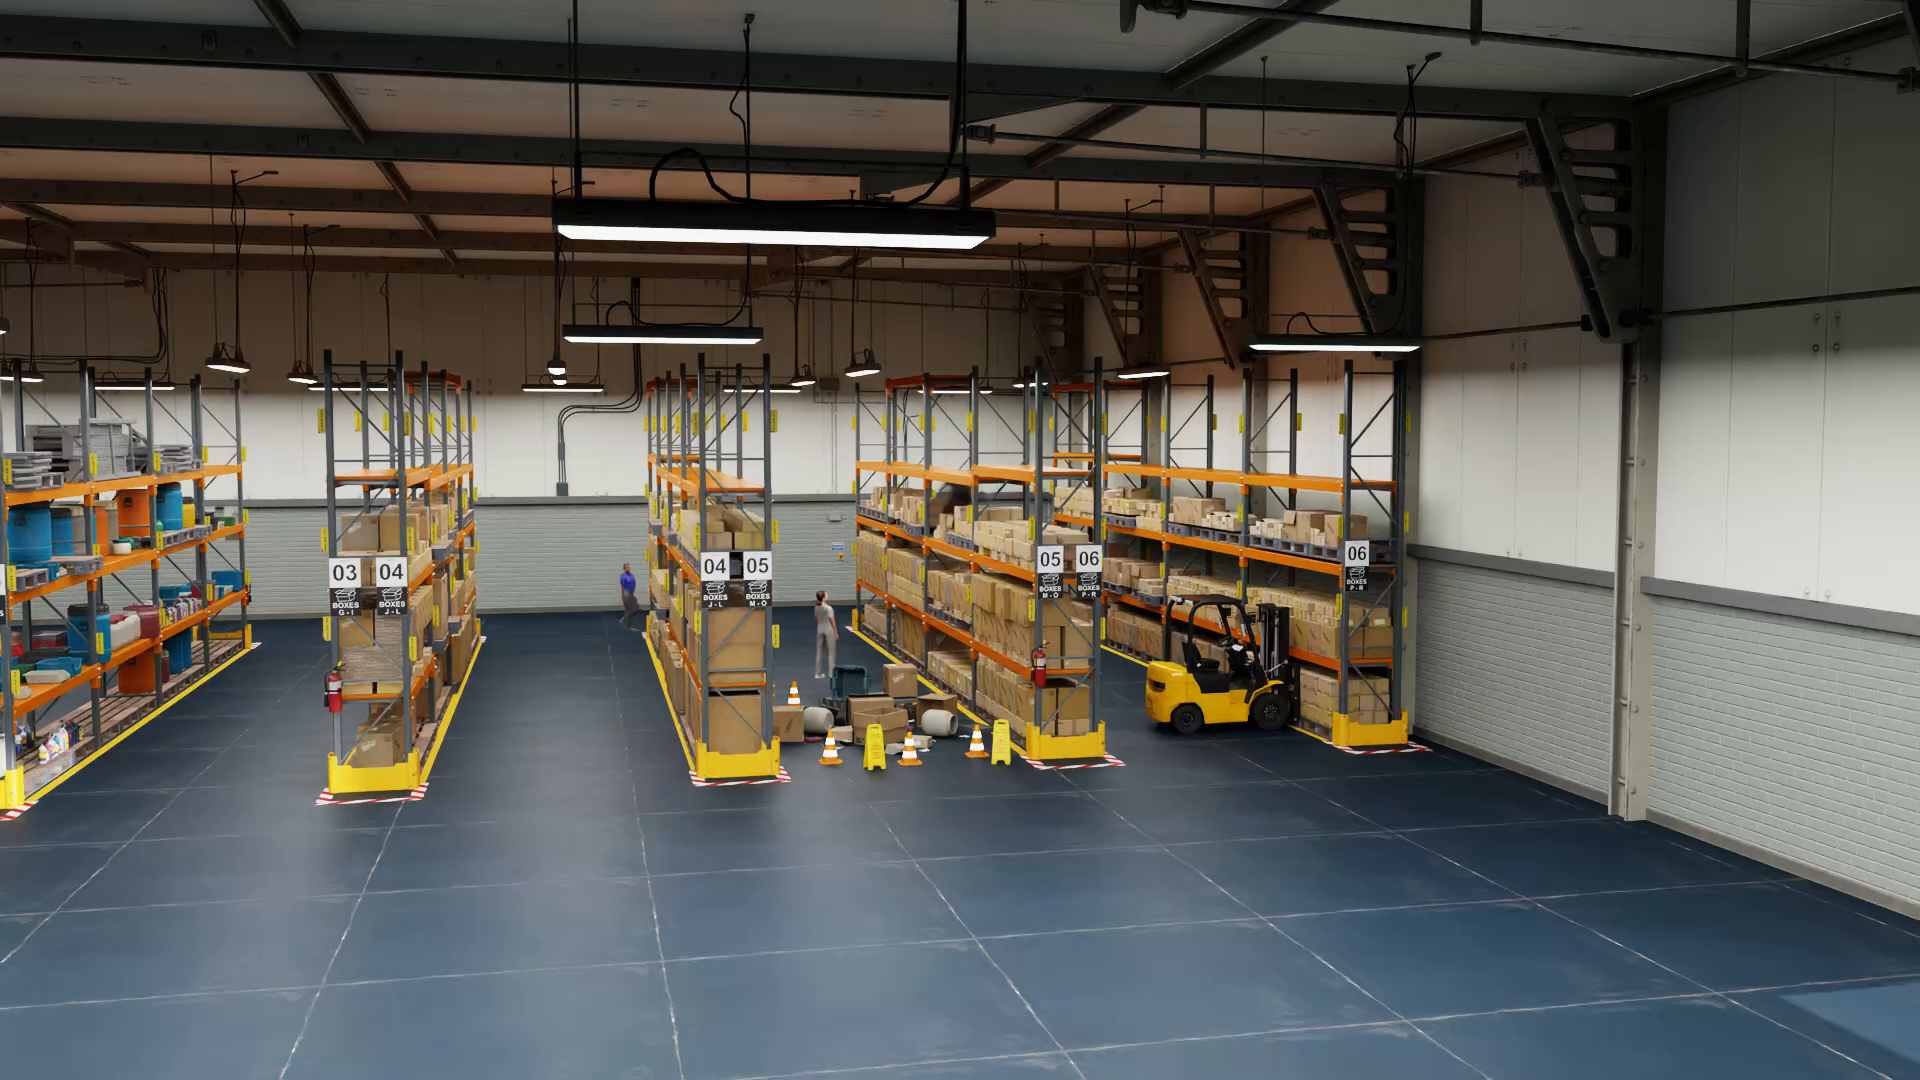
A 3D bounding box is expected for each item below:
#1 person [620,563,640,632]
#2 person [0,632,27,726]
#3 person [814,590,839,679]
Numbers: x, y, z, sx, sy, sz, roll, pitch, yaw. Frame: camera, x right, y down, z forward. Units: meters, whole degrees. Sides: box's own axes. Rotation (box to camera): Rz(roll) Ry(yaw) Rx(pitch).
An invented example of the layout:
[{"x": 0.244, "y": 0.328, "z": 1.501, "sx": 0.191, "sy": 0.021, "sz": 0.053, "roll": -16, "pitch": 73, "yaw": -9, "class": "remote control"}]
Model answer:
[{"x": -7.991, "y": 1.378, "z": 40.088, "sx": 0.476, "sy": 1.646, "sz": 0.438, "roll": 1, "pitch": 4, "yaw": 8, "class": "person"}, {"x": -14.906, "y": 2.327, "z": 26.244, "sx": 0.640, "sy": 1.773, "sz": 0.391, "roll": -3, "pitch": 5, "yaw": -37, "class": "person"}, {"x": -2.471, "y": 1.743, "z": 30.697, "sx": 0.494, "sy": 1.668, "sz": 0.431, "roll": 2, "pitch": 4, "yaw": 24, "class": "person"}]
